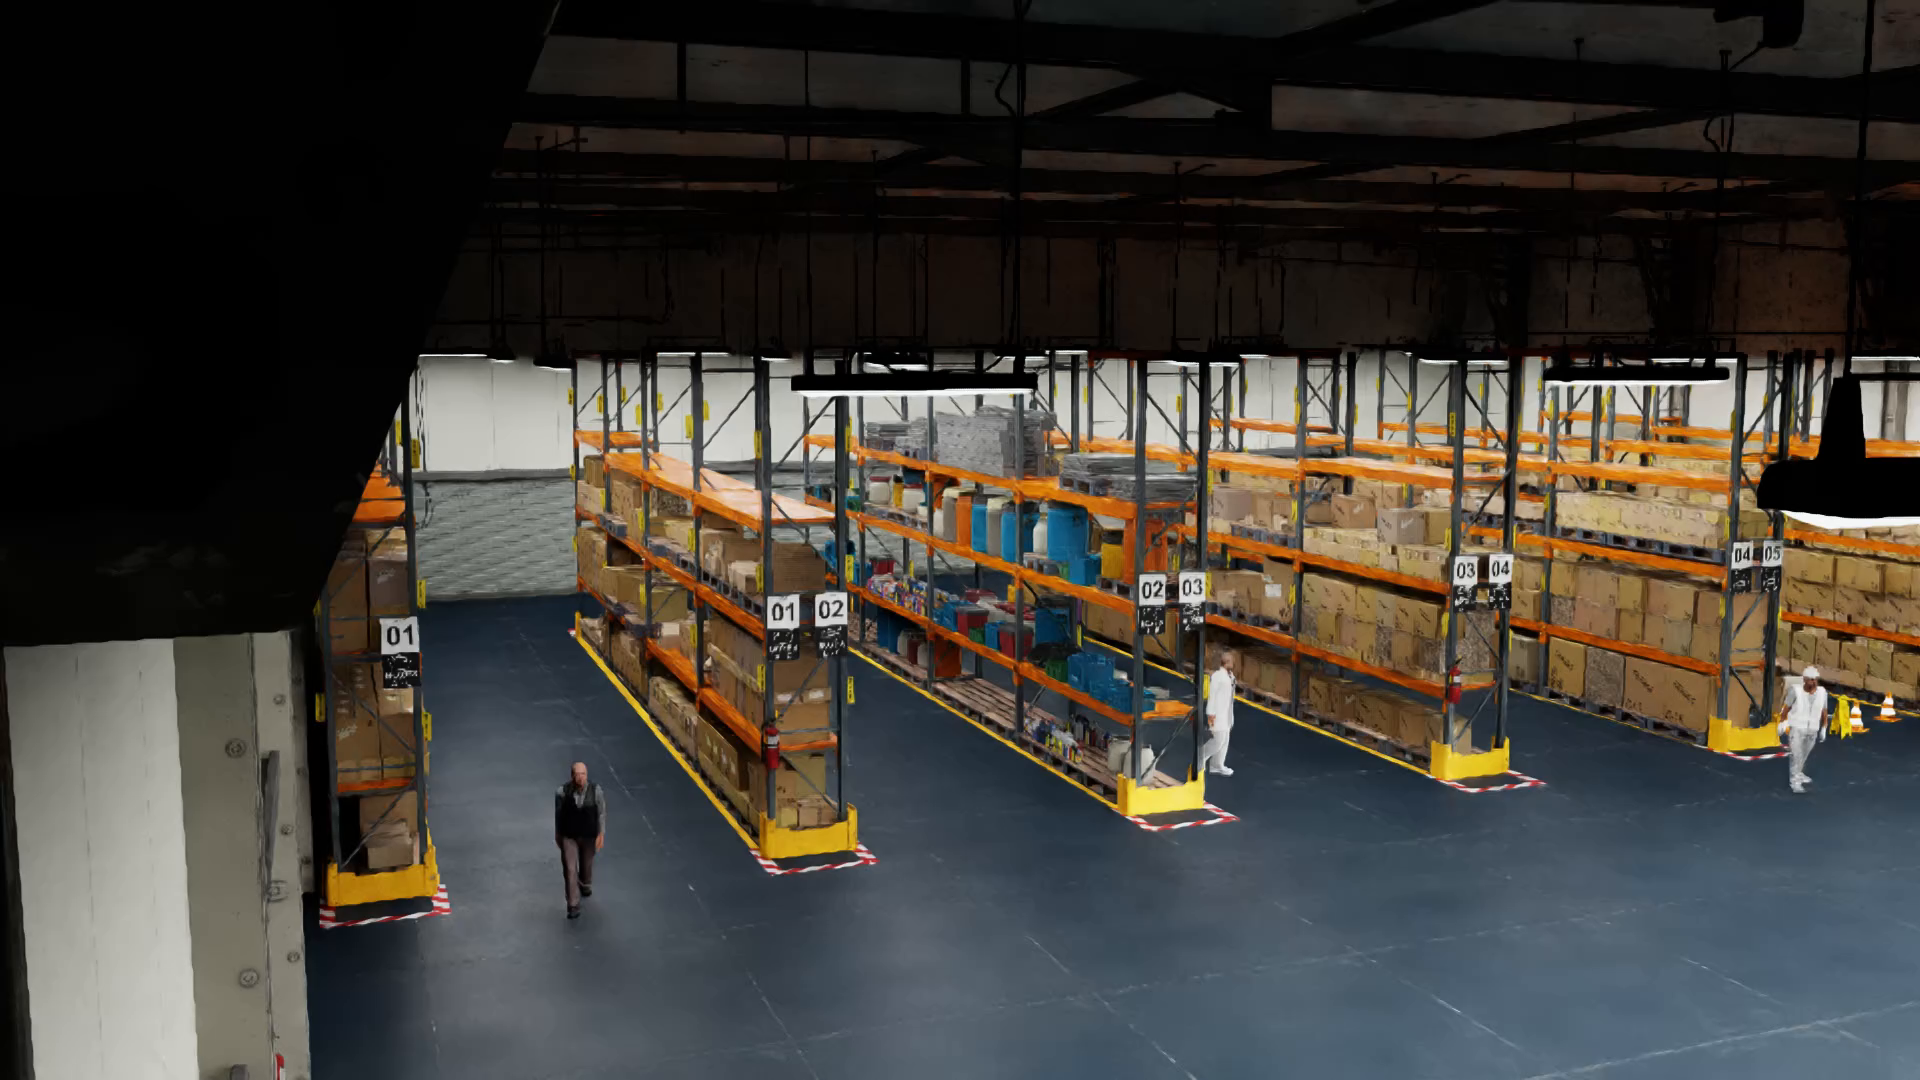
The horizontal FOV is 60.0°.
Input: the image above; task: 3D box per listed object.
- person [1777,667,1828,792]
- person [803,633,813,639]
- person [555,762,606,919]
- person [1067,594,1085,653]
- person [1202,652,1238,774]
[{"bbox_3d":[11.739,2.604,23.098,0.610,1.739,0.958,0,7,3],"label":"person"},{"bbox_3d":[-2.852,1.836,29.374,0.577,1.691,1.121,-2,7,-18],"label":"person"},{"bbox_3d":[-4.184,3.200,18.343,0.546,1.593,0.939,-2,8,-19],"label":"person"},{"bbox_3d":[2.182,1.563,32.286,0.417,1.504,1.037,-2,7,-18],"label":"person"},{"bbox_3d":[3.686,2.486,23.942,0.594,1.772,0.627,5,9,34],"label":"person"}]
